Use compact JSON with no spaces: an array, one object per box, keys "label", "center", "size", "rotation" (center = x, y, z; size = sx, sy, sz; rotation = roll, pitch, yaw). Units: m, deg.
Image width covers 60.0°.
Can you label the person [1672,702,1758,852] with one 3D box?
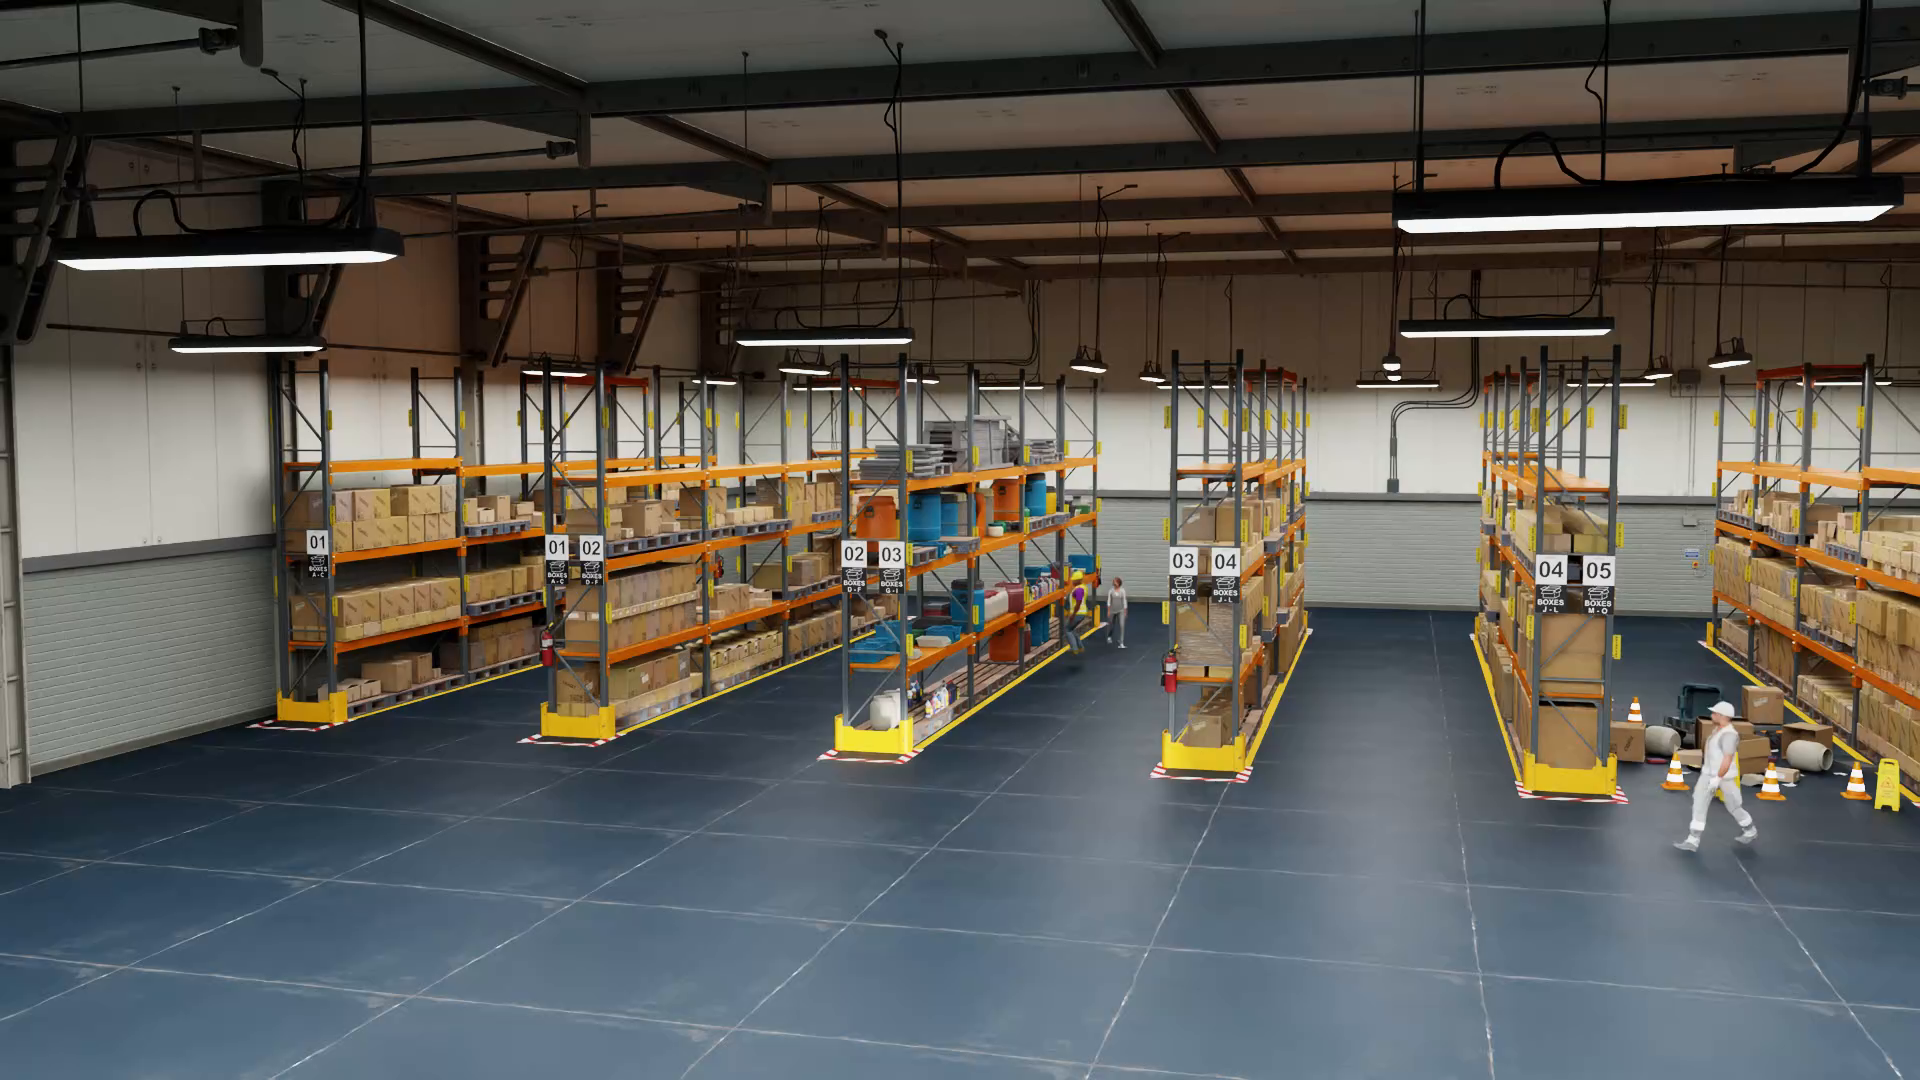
[{"label":"person","center":[8.816,2.747,19.282],"size":[1.087,1.749,0.478],"rotation":[-2,5,-30]}]

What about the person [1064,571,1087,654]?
[{"label":"person","center":[2.333,1.466,33.615],"size":[0.452,1.682,0.593],"rotation":[1,4,15]}]

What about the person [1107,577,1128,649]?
[{"label":"person","center":[3.451,1.584,36.614],"size":[0.466,1.550,0.785],"rotation":[0,4,-5]}]
